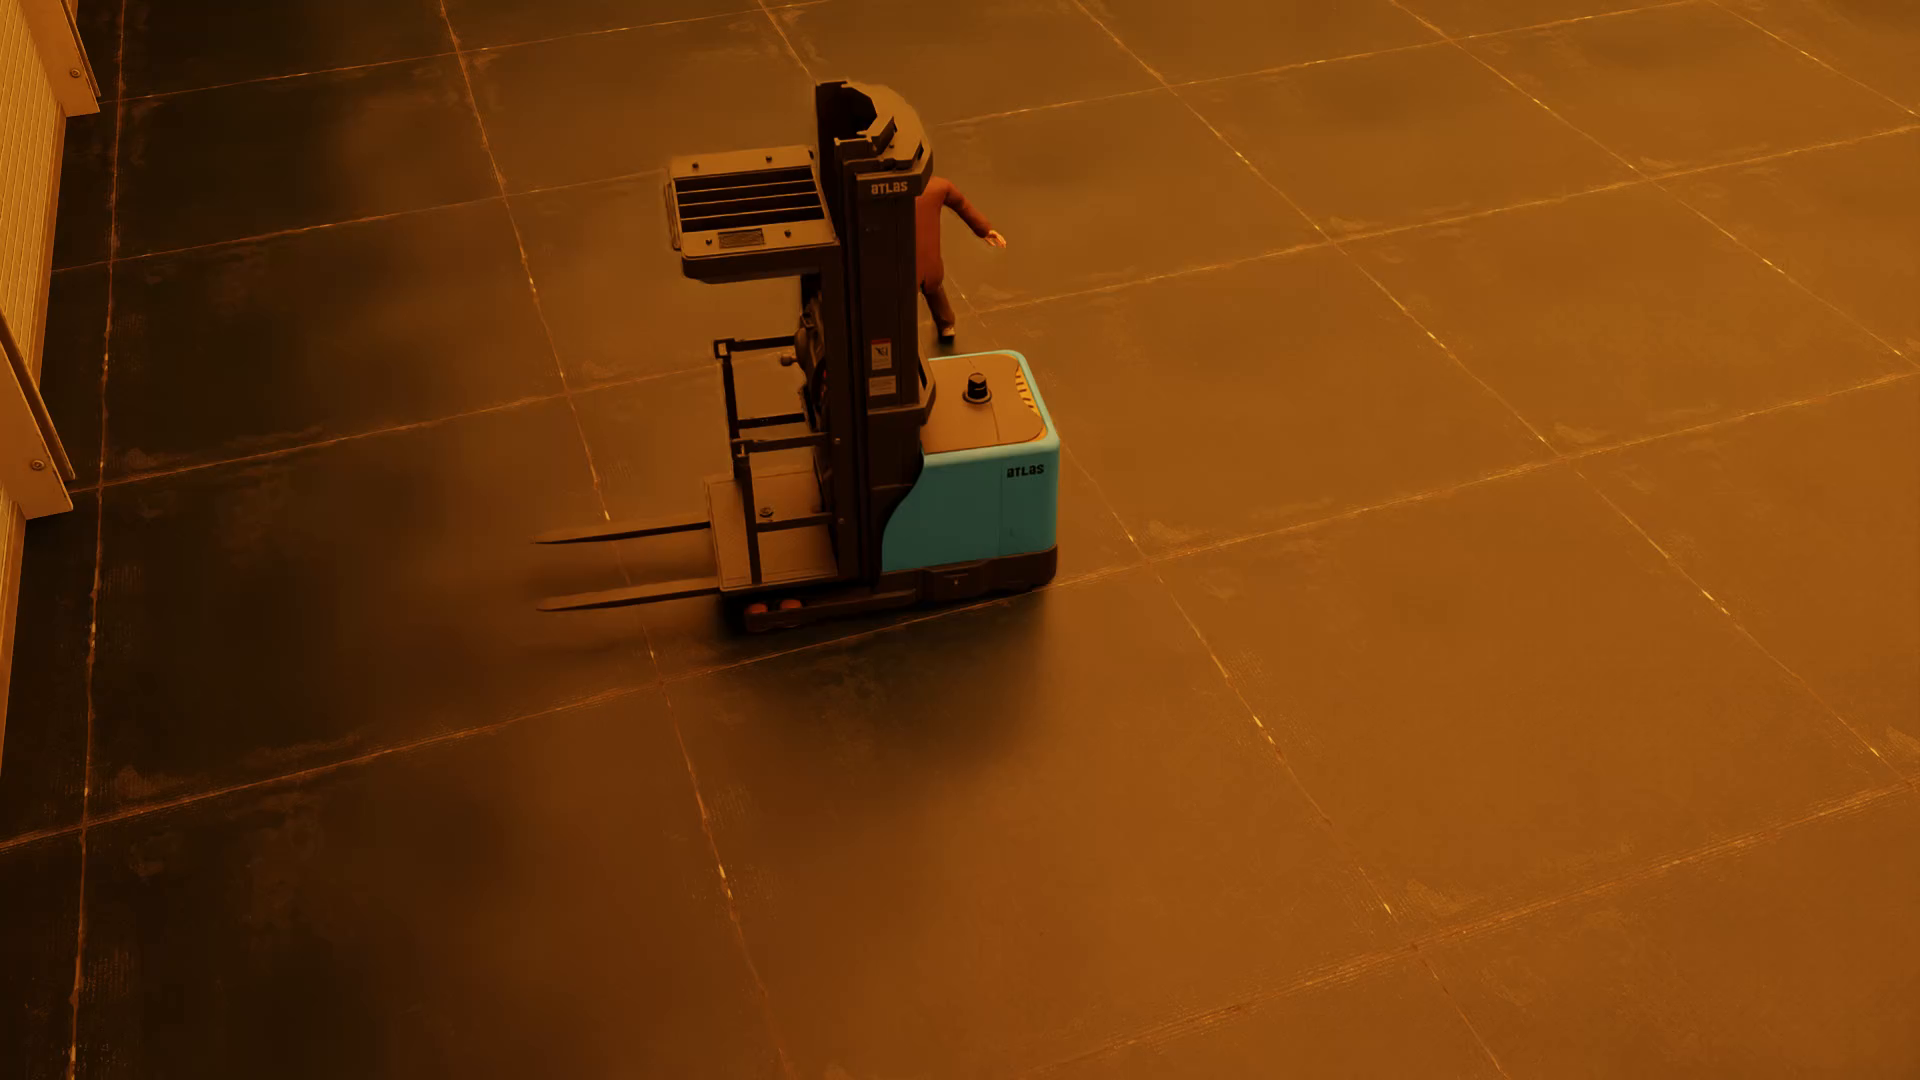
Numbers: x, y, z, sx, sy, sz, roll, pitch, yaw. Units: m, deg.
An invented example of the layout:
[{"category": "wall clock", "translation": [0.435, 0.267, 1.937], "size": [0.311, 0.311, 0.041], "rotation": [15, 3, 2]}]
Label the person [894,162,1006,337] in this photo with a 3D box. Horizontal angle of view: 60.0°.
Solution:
[{"category": "person", "translation": [-0.293, -1.894, 11.349], "size": [1.218, 1.702, 0.606], "rotation": [-26, 46, -27]}]

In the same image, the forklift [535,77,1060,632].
[{"category": "forklift", "translation": [-0.994, -0.961, 9.140], "size": [3.031, 2.935, 1.130], "rotation": [-8, 41, -9]}]
